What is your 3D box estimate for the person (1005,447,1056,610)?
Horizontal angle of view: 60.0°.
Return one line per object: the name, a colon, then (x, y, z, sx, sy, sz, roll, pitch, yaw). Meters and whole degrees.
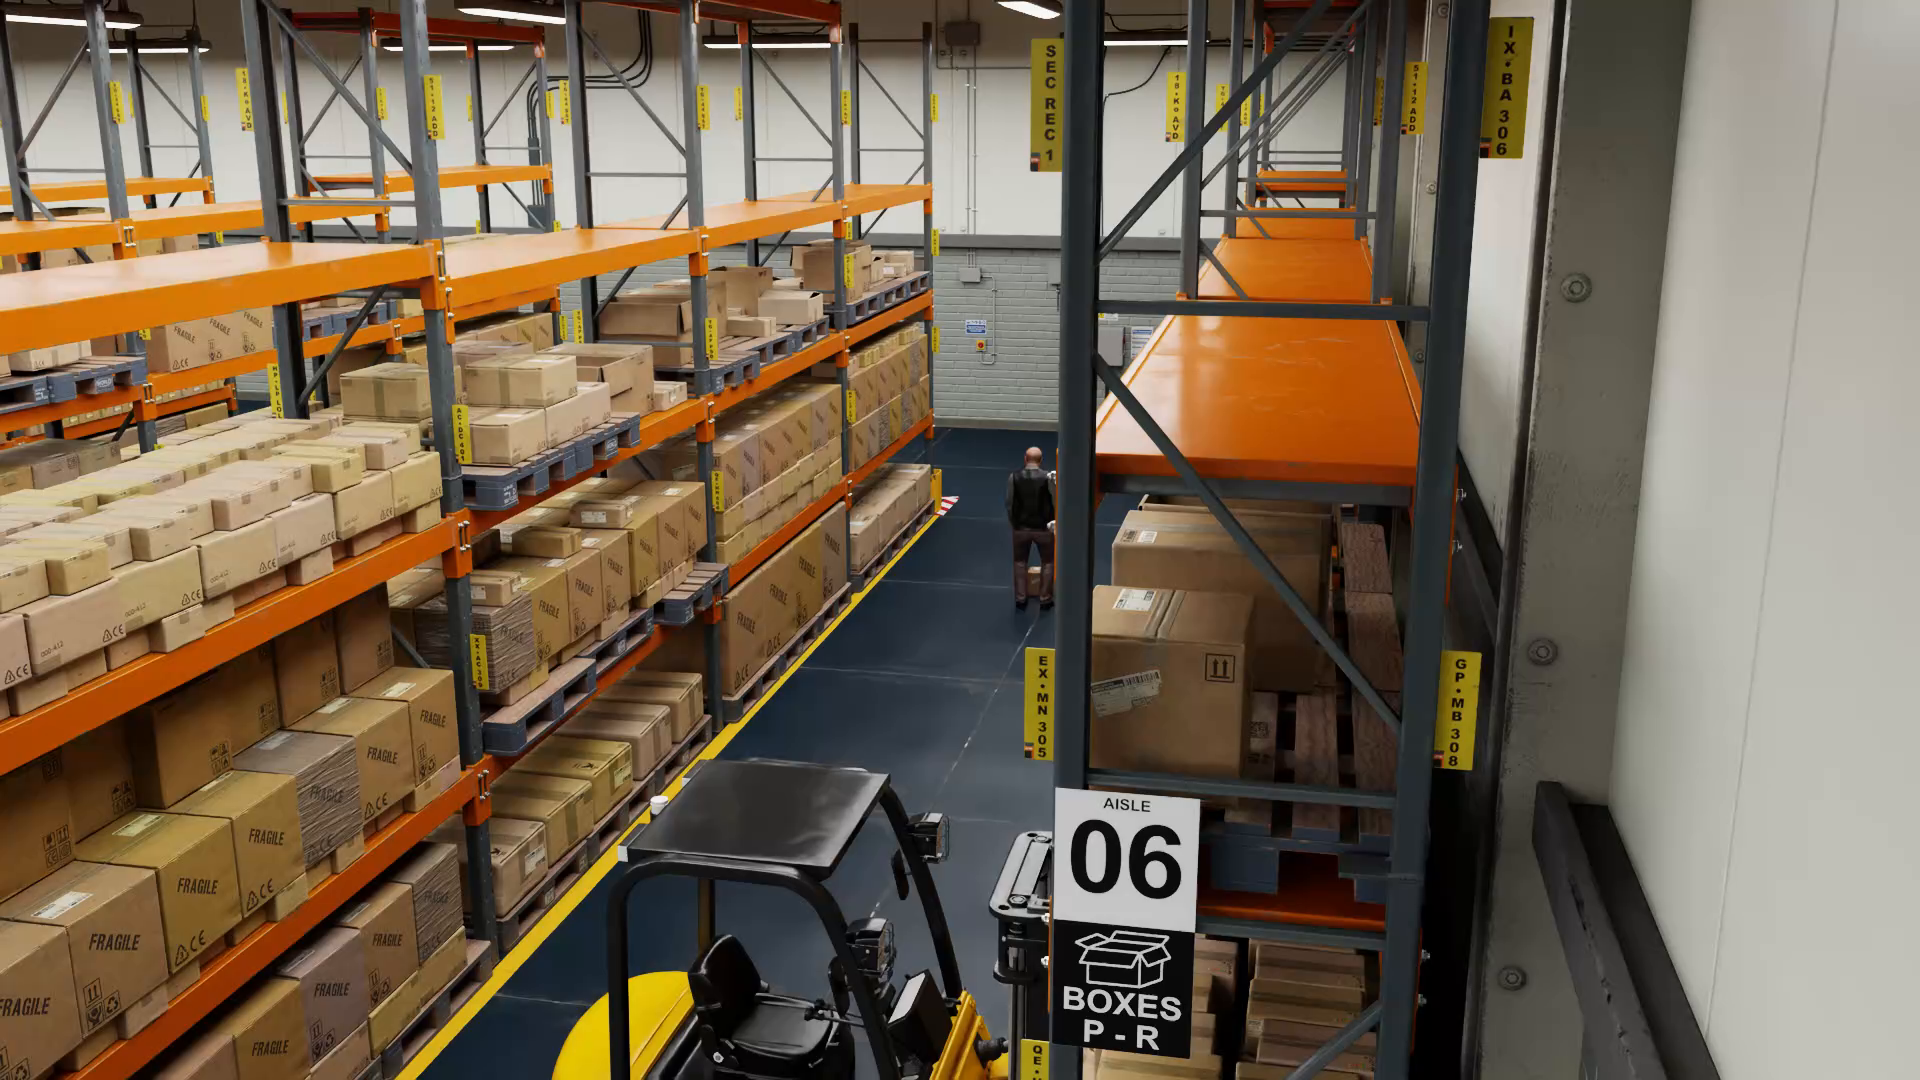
person: (0.736, -0.117, 17.084, 0.563, 1.658, 0.427, 3, 15, 13)
